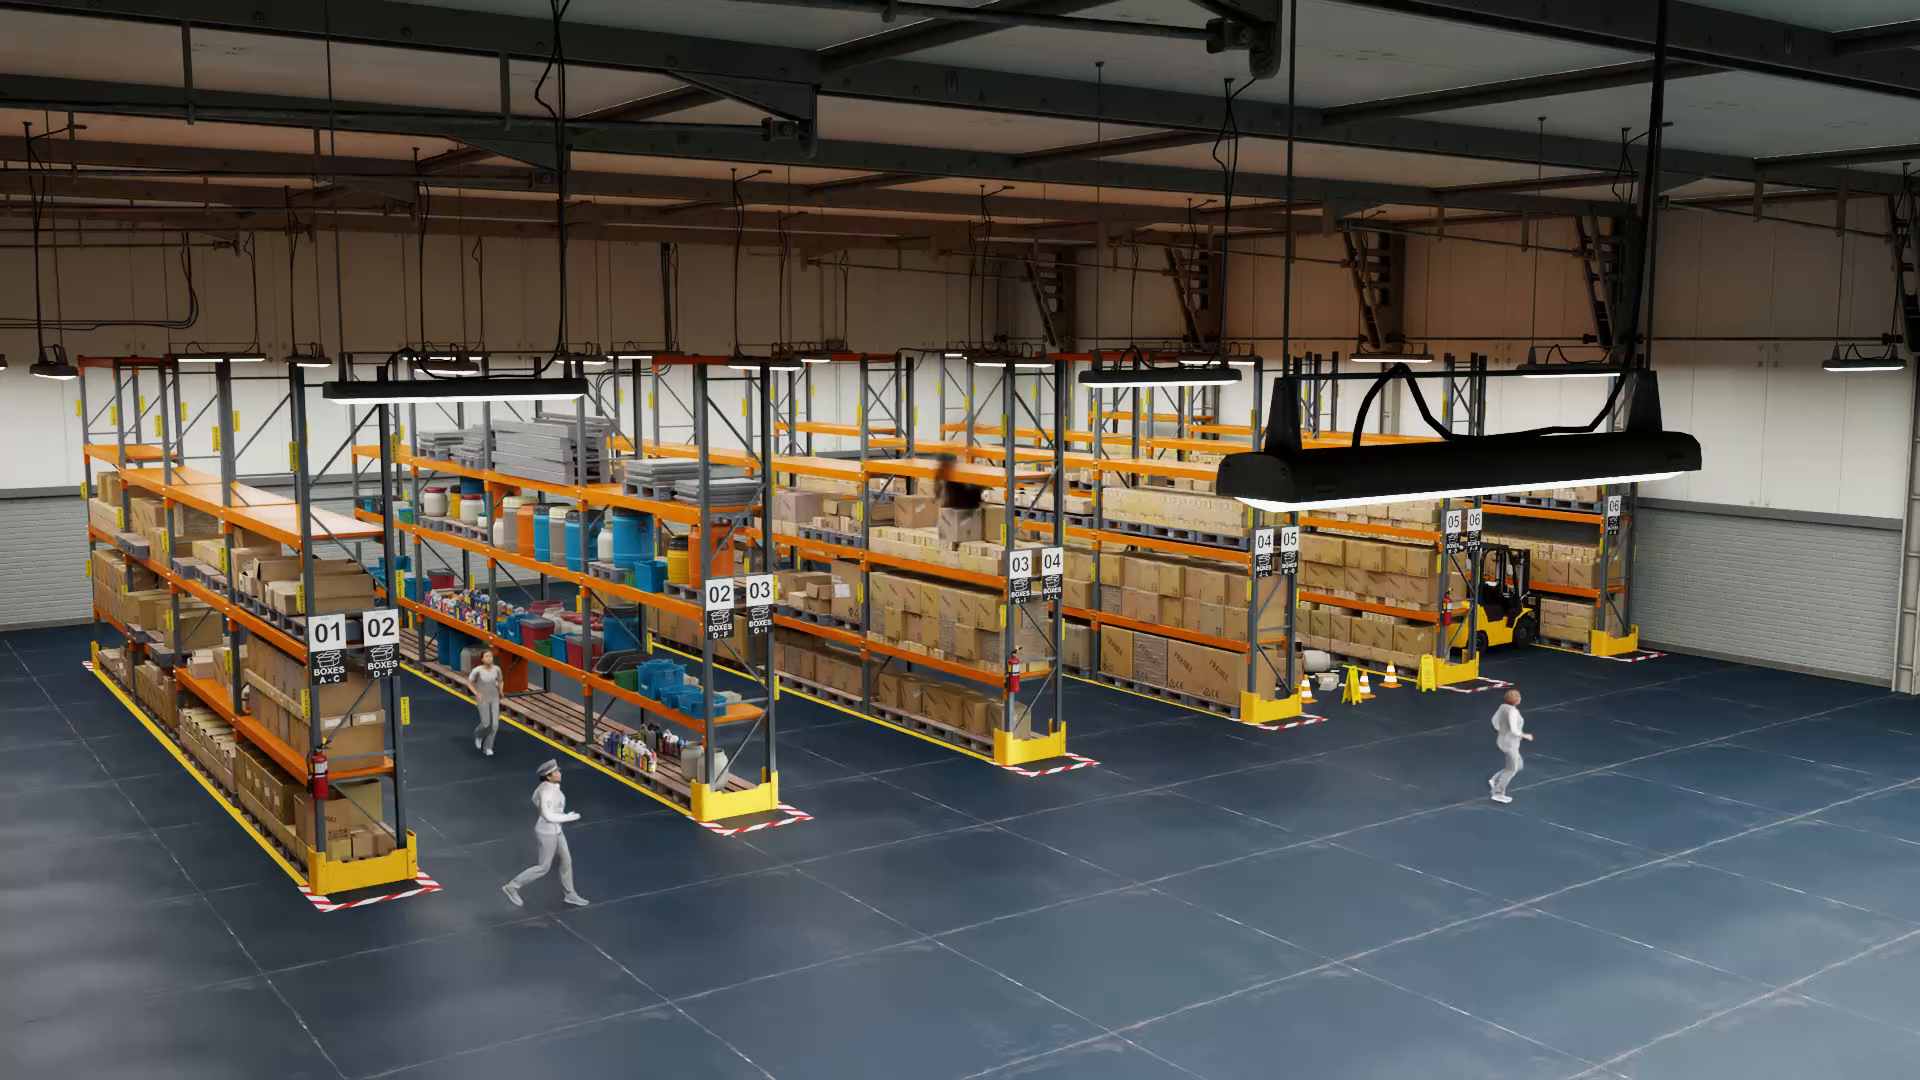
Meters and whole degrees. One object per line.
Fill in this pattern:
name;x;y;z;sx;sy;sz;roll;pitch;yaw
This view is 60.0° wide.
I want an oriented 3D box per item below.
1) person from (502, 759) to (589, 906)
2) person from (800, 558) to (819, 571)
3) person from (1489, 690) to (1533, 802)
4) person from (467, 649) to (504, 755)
person;-4.610;3.264;18.465;0.923;1.708;0.625;-1;7;-10
person;-3.856;0.385;42.371;0.870;1.668;0.565;-4;8;-31
person;7.534;2.809;22.694;0.517;1.565;0.541;0;7;0
person;-7.186;2.459;25.312;0.546;1.624;0.554;-5;9;-37
